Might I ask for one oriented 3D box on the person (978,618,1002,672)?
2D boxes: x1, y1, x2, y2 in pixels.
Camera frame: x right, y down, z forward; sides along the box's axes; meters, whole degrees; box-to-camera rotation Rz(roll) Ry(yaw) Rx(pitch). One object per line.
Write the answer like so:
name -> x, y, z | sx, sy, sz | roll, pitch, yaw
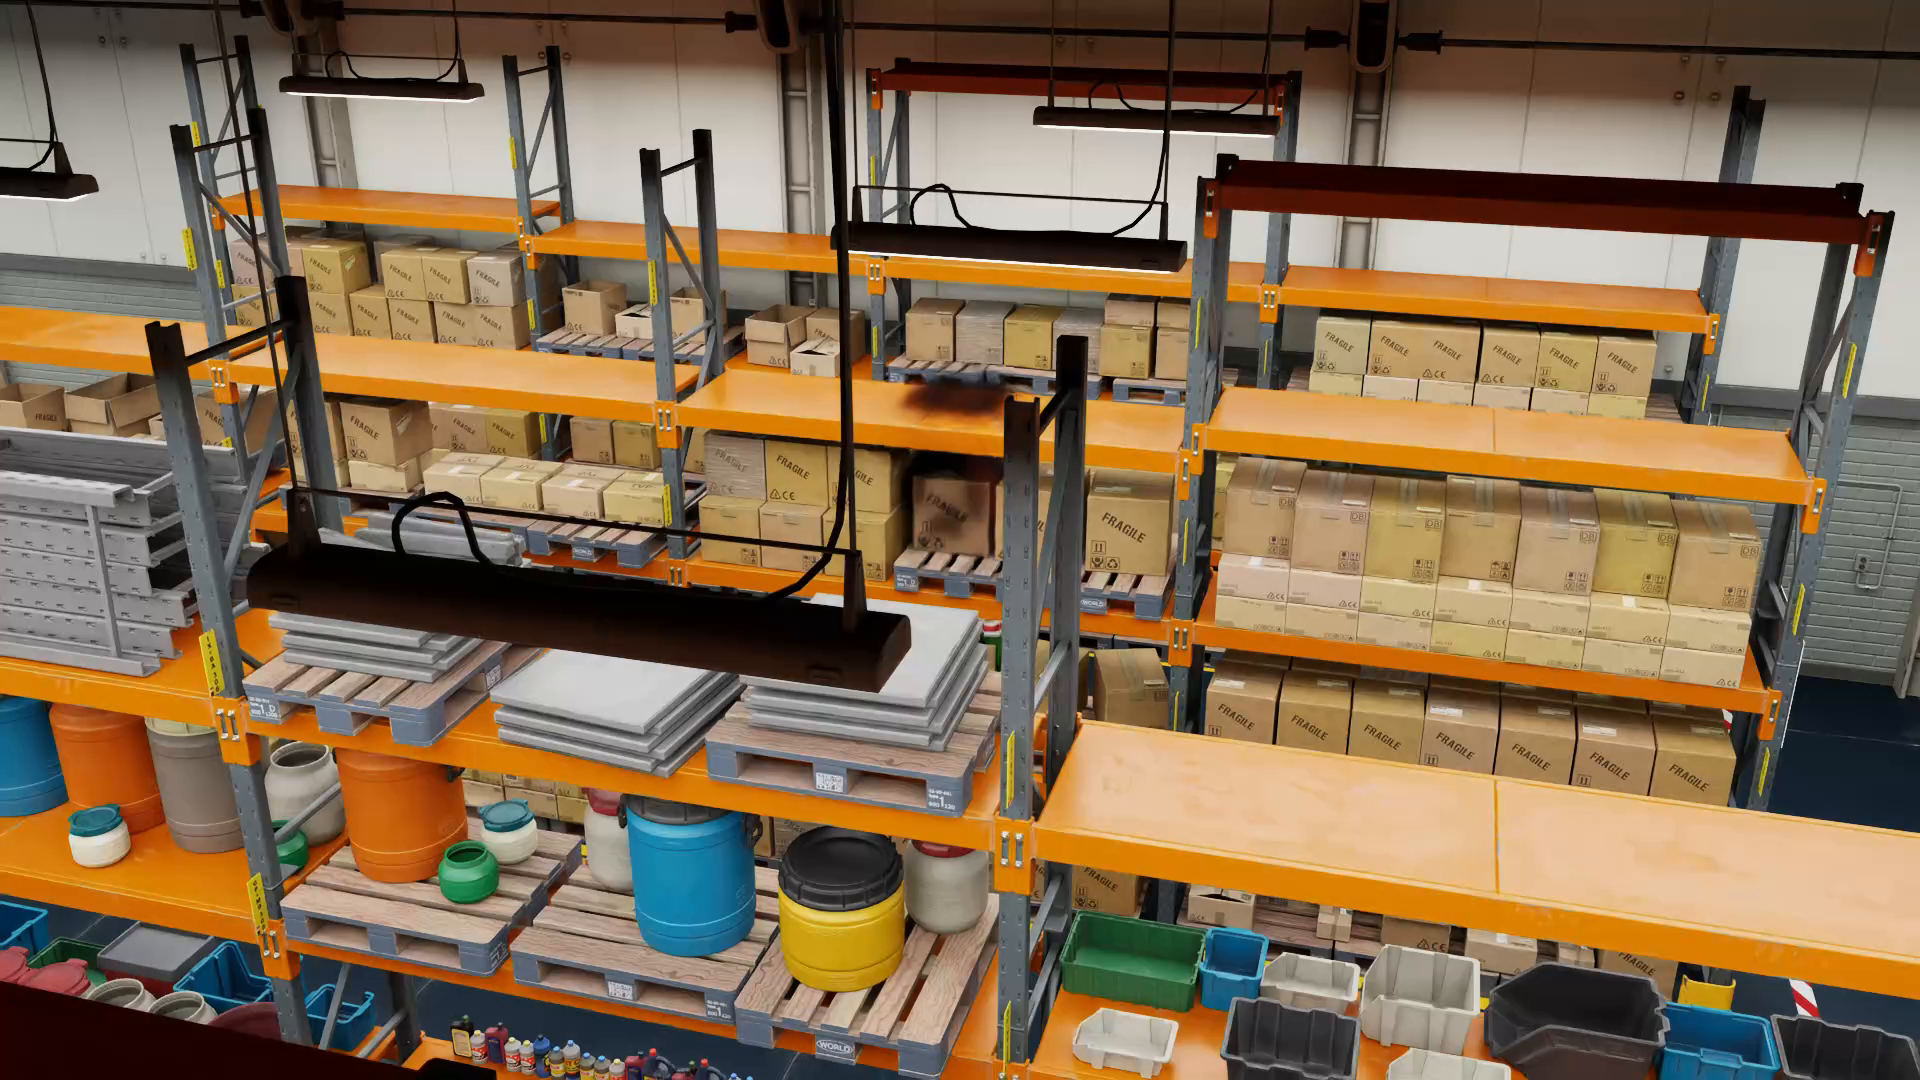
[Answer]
person -> 0.261, 0.933, 16.173 | 0.617, 1.815, 0.664 | -18, 28, -36
